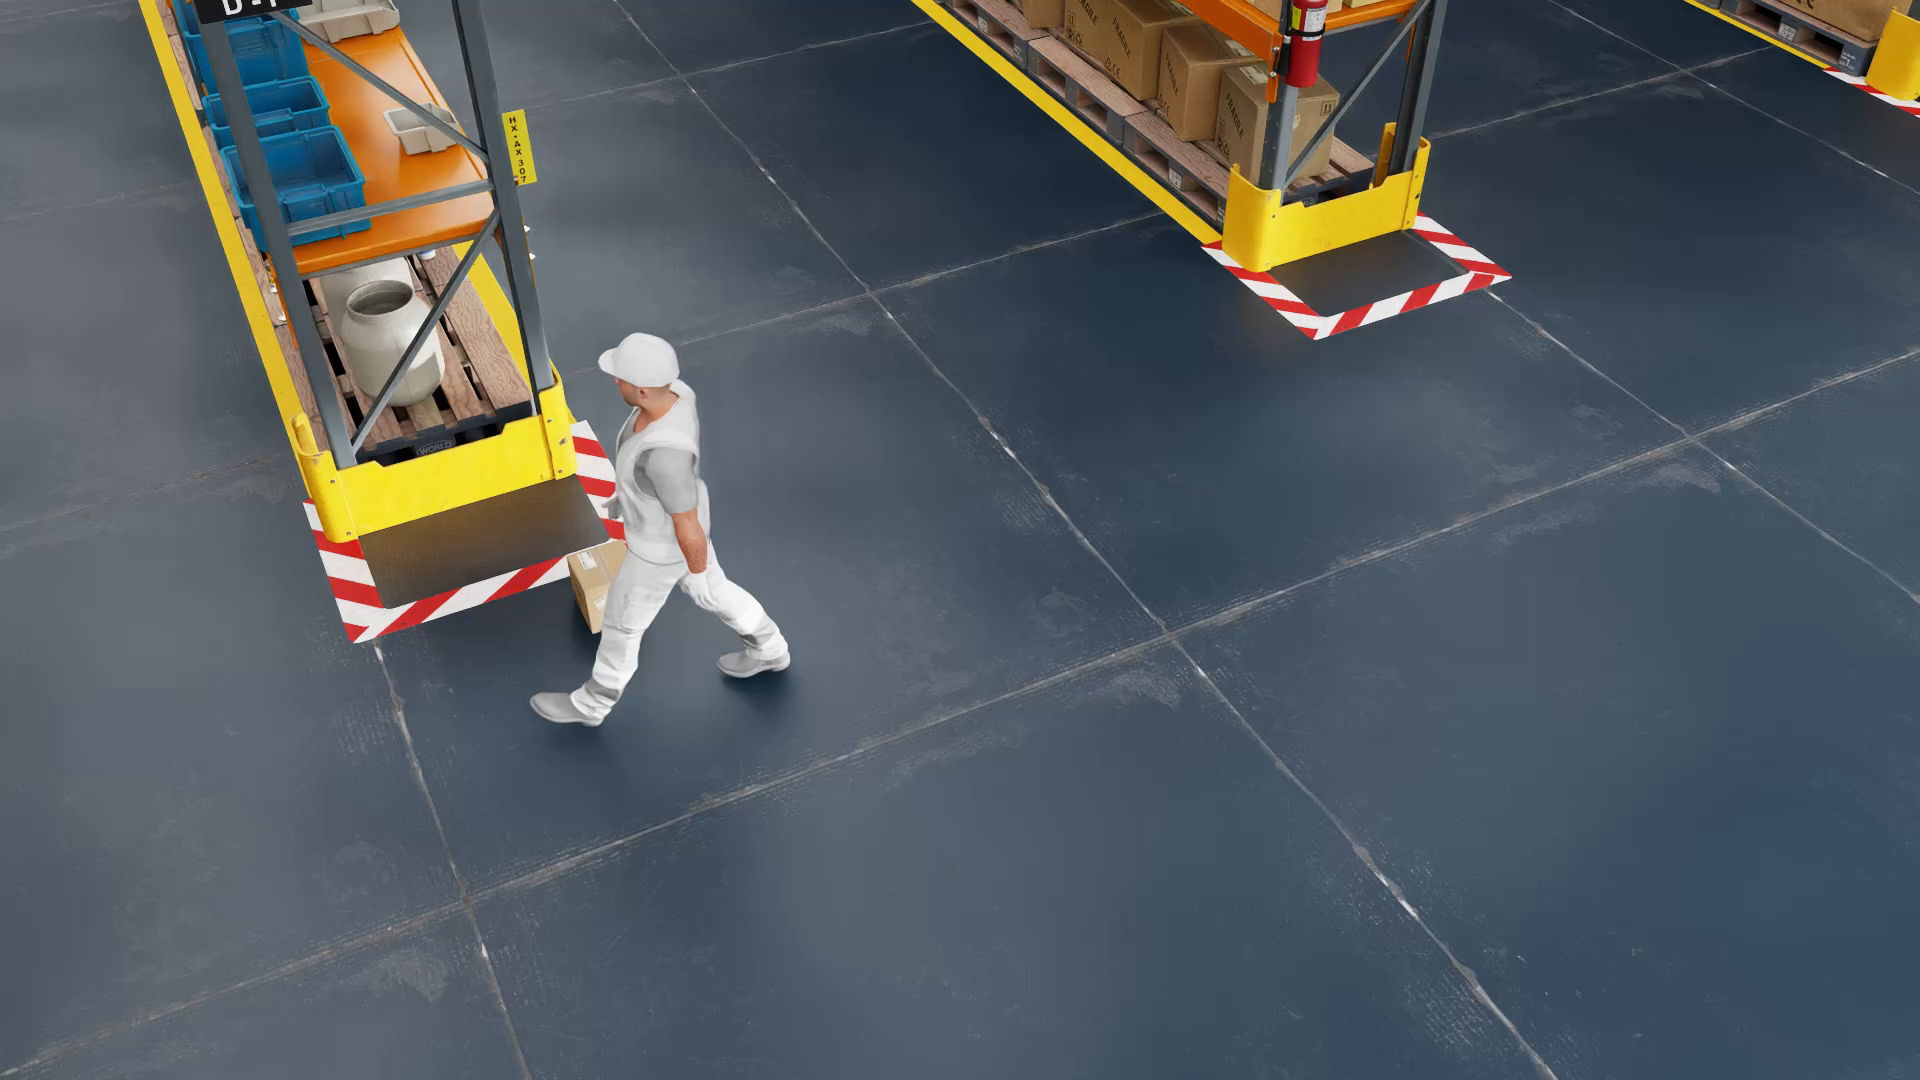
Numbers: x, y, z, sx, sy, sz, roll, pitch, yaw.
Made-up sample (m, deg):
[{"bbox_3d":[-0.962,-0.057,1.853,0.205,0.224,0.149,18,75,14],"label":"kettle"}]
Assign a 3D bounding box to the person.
[{"bbox_3d":[-1.196,-0.034,6.192,1.008,1.736,0.563,-2,41,-2],"label":"person"}]
